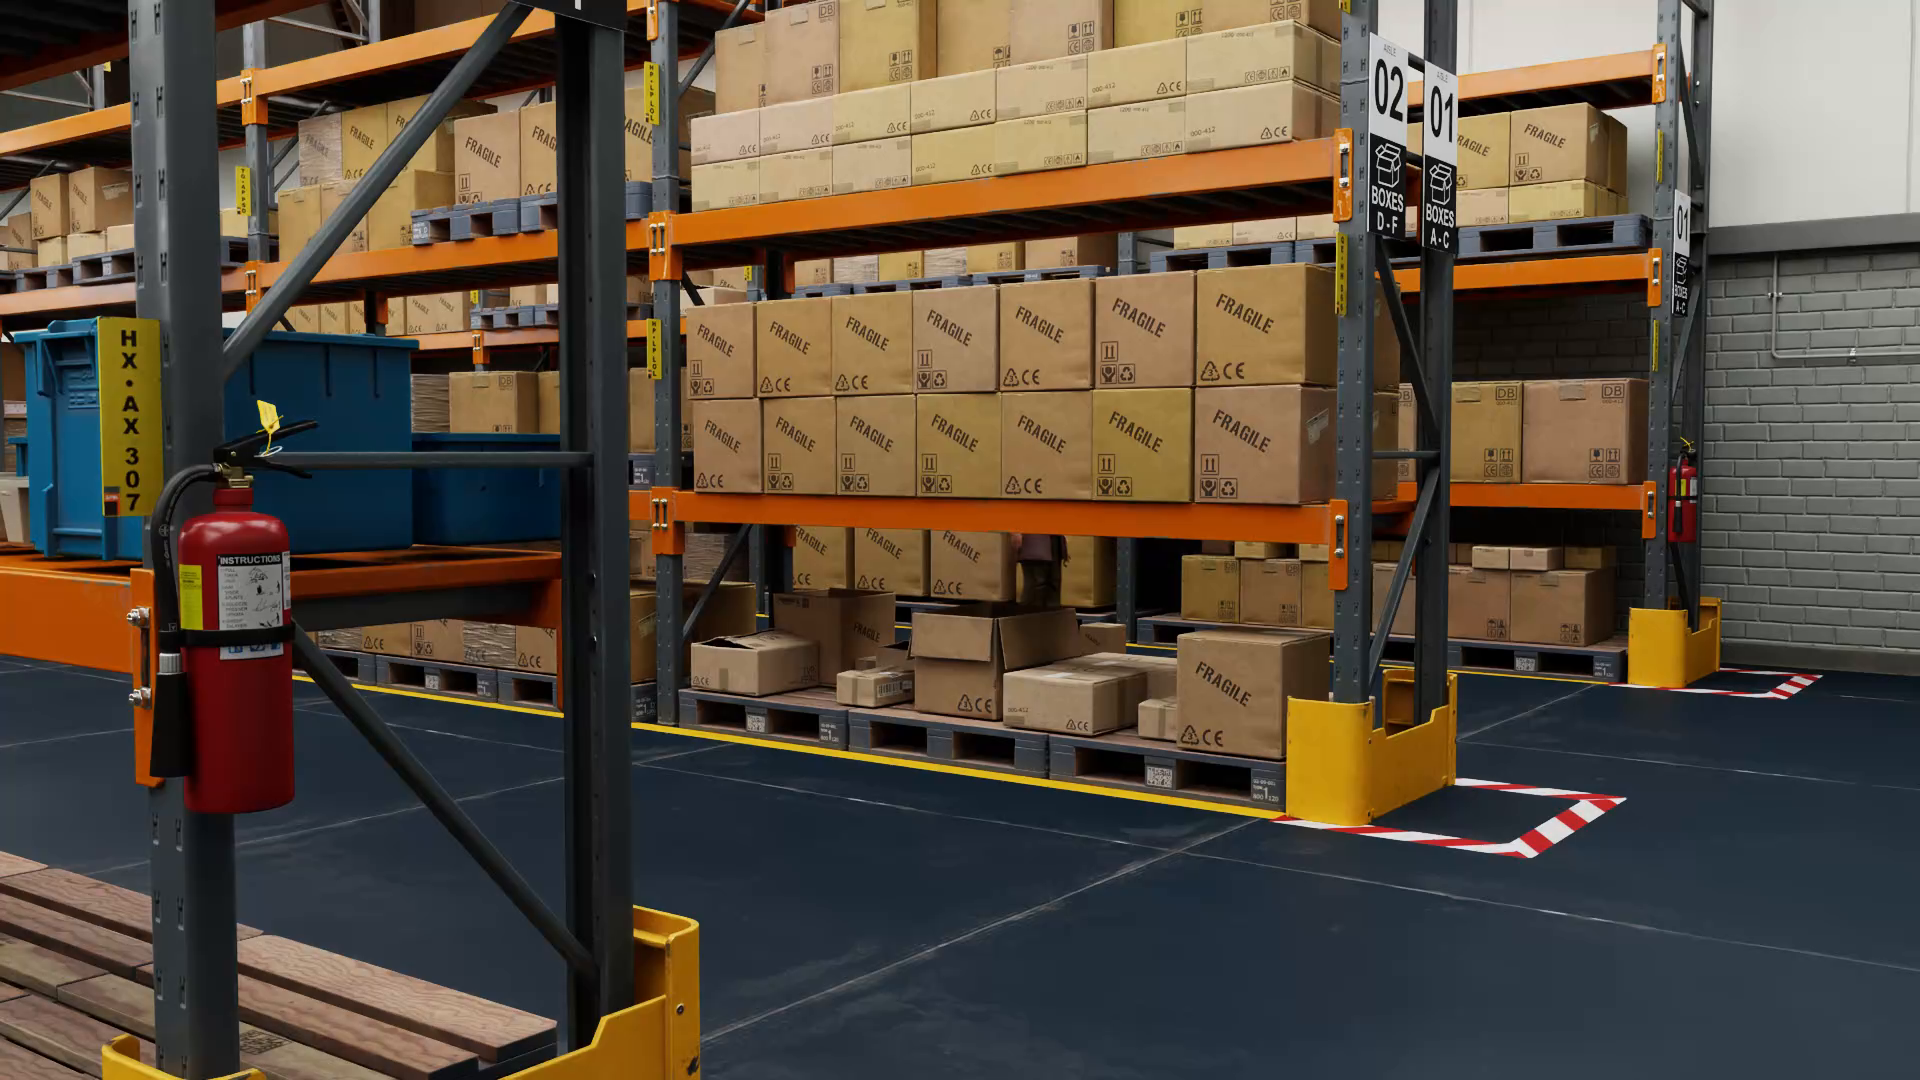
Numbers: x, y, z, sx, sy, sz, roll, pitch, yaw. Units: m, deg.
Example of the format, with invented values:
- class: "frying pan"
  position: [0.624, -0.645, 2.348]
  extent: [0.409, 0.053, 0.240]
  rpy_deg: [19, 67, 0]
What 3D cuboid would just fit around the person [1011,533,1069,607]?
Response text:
- class: "person"
  position: [0.658, -0.044, 12.365]
  extent: [0.472, 1.786, 0.594]
  rpy_deg: [2, 4, 36]
